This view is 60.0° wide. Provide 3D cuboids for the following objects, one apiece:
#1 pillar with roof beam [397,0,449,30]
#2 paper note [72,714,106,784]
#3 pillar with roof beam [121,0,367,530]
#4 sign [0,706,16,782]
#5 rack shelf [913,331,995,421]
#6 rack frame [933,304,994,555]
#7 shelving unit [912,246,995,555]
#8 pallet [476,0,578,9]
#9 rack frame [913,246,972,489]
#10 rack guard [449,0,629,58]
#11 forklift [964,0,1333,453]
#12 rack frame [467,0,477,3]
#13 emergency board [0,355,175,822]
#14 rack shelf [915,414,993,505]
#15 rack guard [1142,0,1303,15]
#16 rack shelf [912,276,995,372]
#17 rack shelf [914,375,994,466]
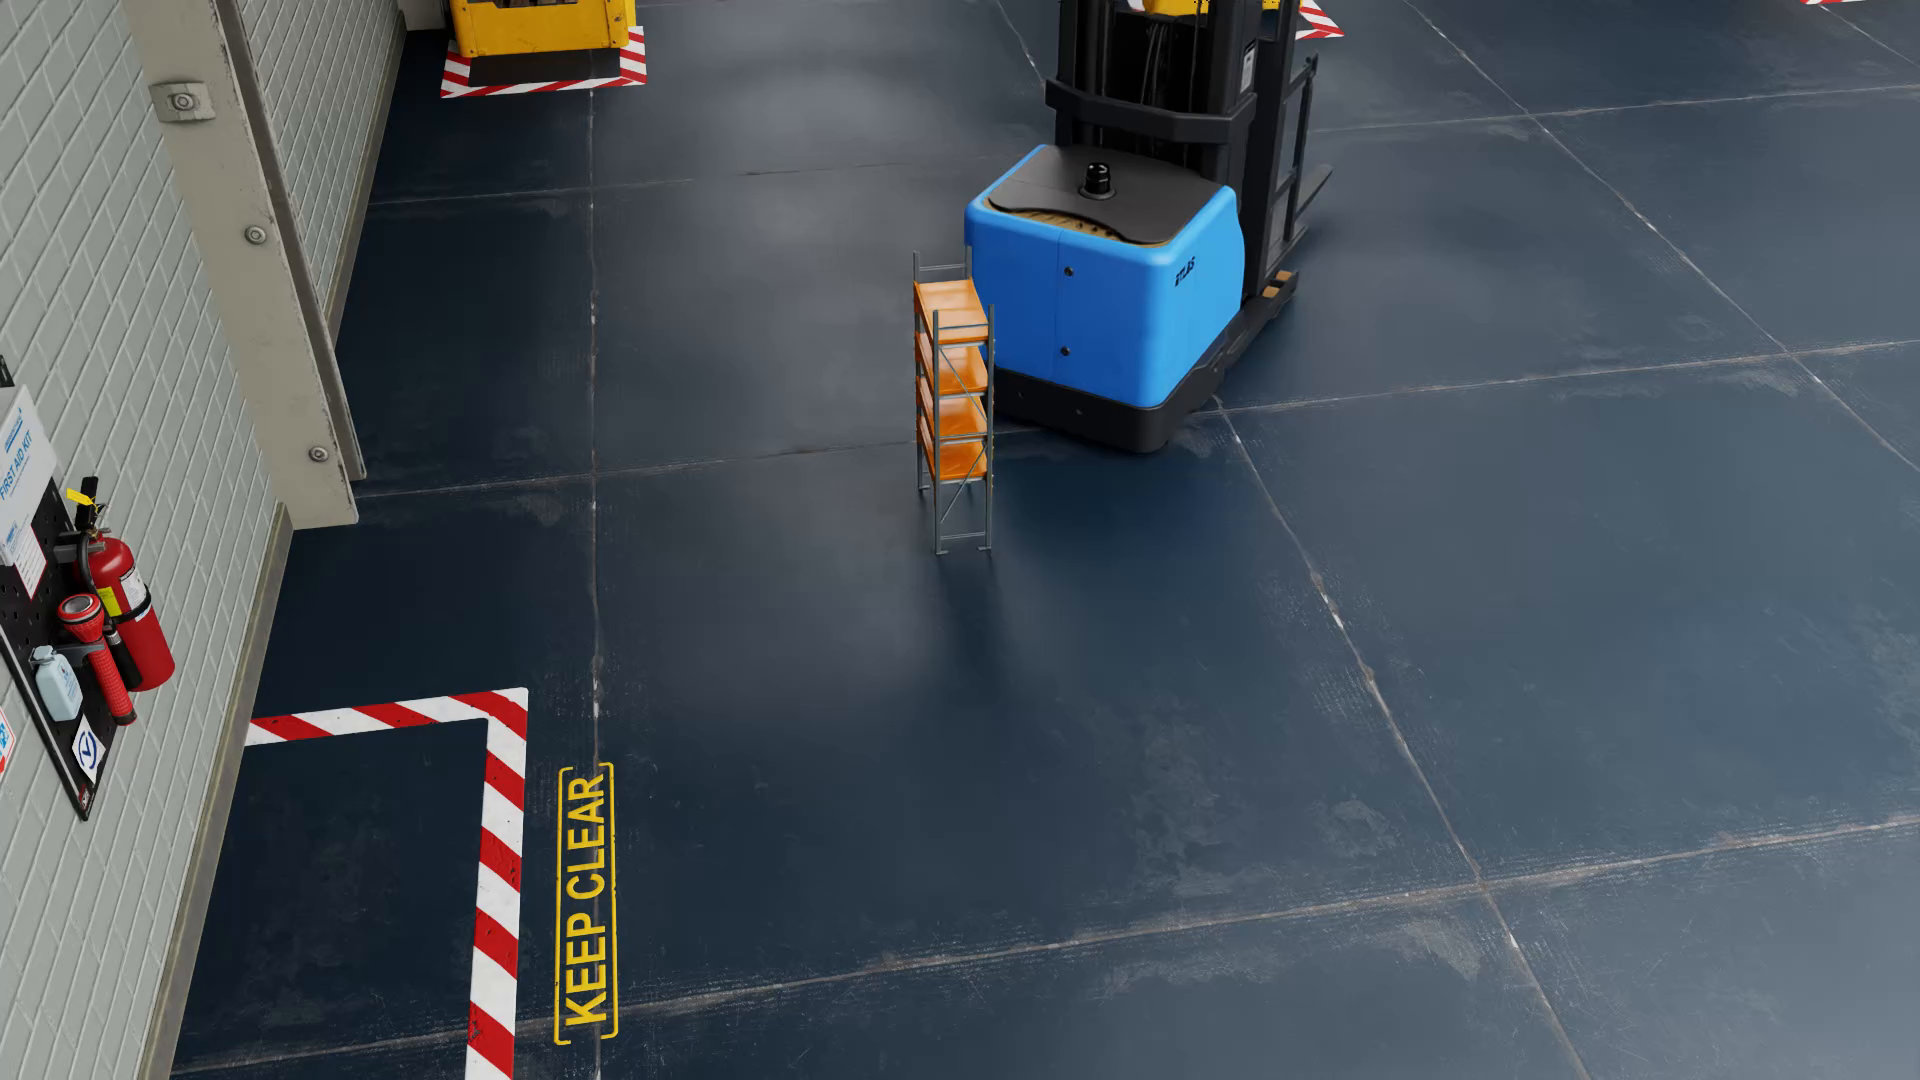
[{"bbox_3d":[0.338,-7.818,9.979,9.100,9.000,0.400,-6,38,-8],"label":"pillar with roof beam"},{"bbox_3d":[-2.490,0.597,4.755,0.016,0.148,0.142,-6,38,-8],"label":"paper note"},{"bbox_3d":[1.390,-4.194,5.314,9.100,9.000,0.400,-6,38,-8],"label":"pillar with roof beam"},{"bbox_3d":[-2.458,0.466,4.177,0.001,0.329,0.234,-6,38,-8],"label":"sign"},{"bbox_3d":[-0.029,-0.697,6.915,0.258,0.148,0.480,-6,38,-8],"label":"rack shelf"},{"bbox_3d":[0.014,-0.426,6.821,0.240,1.200,0.015,-6,38,-8],"label":"rack frame"},{"bbox_3d":[-0.029,-0.574,7.011,0.258,1.200,0.503,-6,38,-8],"label":"shelving unit"},{"bbox_3d":[-3.047,-4.096,12.350,1.003,0.211,1.213,-6,38,-8],"label":"pallet"},{"bbox_3d":[-0.072,-0.721,7.200,0.240,1.200,0.015,-6,38,-8],"label":"rack frame"},{"bbox_3d":[-2.940,-3.715,11.625,1.175,0.500,0.348,-6,38,-8],"label":"rack guard"},{"bbox_3d":[1.152,-2.447,8.011,1.130,2.935,3.031,19,42,22],"label":"forklift"},{"bbox_3d":[-2.926,-4.656,10.799,1.000,3.000,0.127,-6,38,-8],"label":"rack frame"},{"bbox_3d":[-2.453,0.135,4.632,0.194,1.169,0.643,-6,38,-8],"label":"emergency board"},{"bbox_3d":[-0.029,-0.364,7.174,0.258,0.148,0.480,-6,38,-8],"label":"rack shelf"},{"bbox_3d":[1.954,-4.190,12.236,1.175,0.500,0.348,-6,38,-8],"label":"rack guard"},{"bbox_3d":[-0.029,-0.884,6.770,0.258,0.148,0.480,-6,38,-8],"label":"rack shelf"},{"bbox_3d":[-0.029,-0.521,7.052,0.258,0.148,0.480,-6,38,-8],"label":"rack shelf"}]
